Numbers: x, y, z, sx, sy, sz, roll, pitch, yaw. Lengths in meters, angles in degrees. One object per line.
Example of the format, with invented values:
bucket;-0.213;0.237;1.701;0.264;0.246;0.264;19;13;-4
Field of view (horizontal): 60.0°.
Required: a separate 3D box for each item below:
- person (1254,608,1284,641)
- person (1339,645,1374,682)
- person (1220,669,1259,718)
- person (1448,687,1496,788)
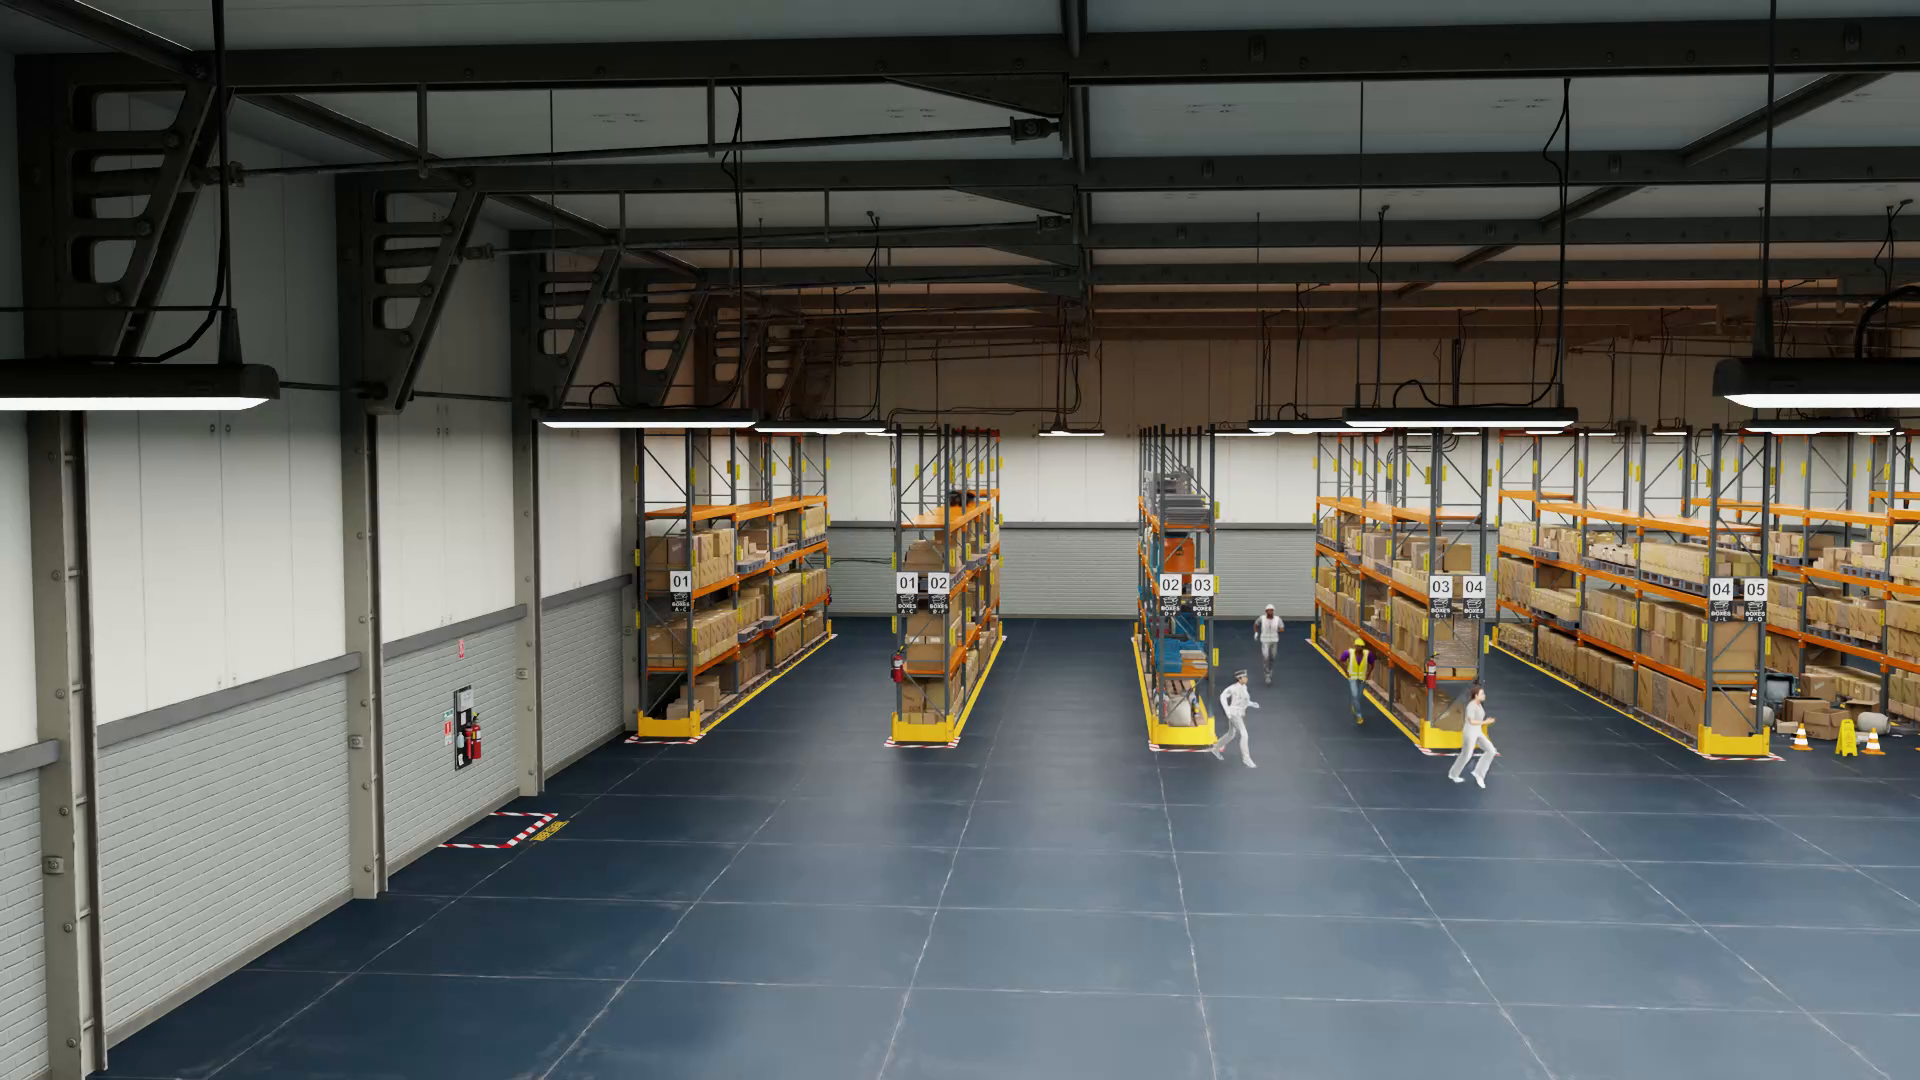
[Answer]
person;7.306;1.978;39.167;0.676;0.849;0.672;0;3;-1
person;8.029;2.436;33.588;0.706;0.856;0.510;0;3;6
person;4.929;2.681;29.100;0.627;0.848;0.557;2;4;30
person;8.419;3.226;27.343;0.806;1.658;0.589;3;4;39
